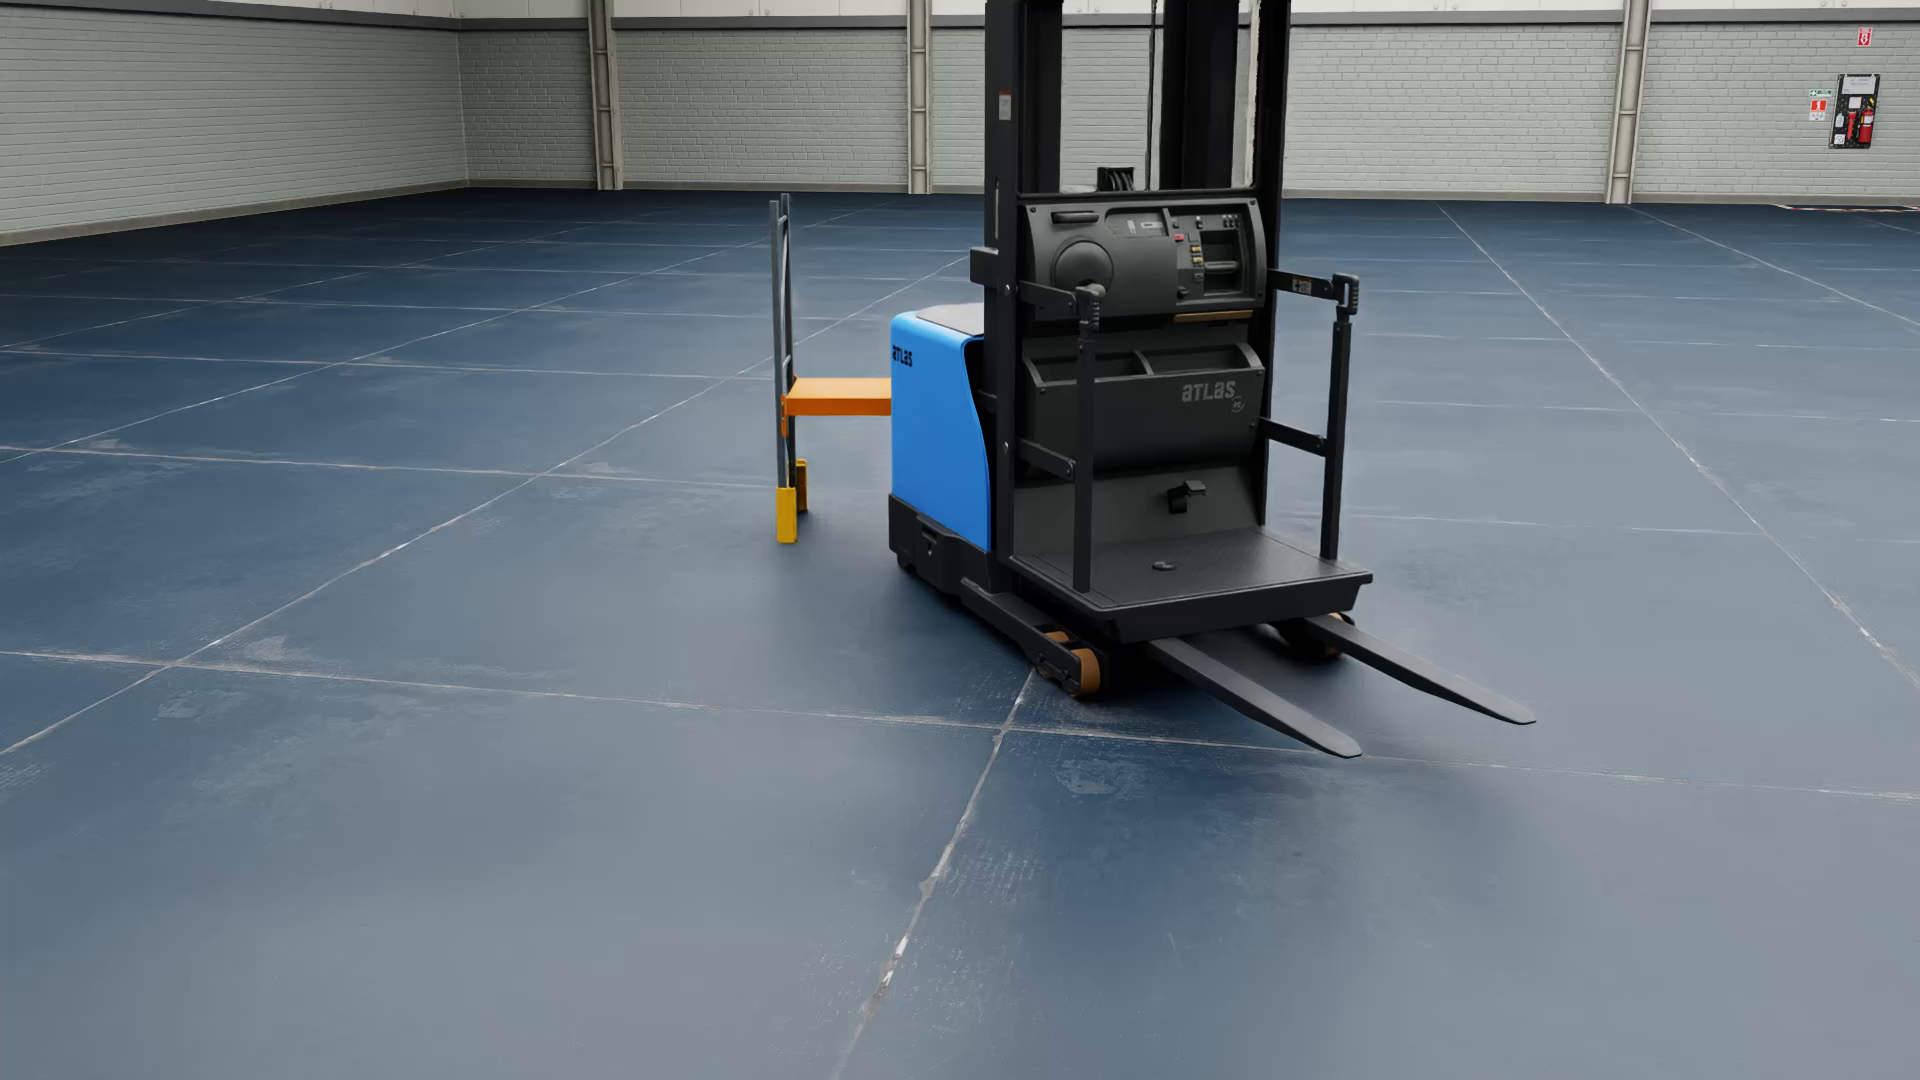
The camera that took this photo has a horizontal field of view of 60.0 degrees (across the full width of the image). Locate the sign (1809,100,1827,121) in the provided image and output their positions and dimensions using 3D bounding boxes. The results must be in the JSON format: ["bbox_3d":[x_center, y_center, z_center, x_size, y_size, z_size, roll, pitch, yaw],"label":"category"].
[{"bbox_3d":[13.987,-7.008,27.104,0.234,0.329,0.001,3,16,11],"label":"sign"}]

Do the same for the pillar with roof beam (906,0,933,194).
[{"bbox_3d":[-1.575,-9.515,24.985,0.400,9.000,9.100,3,16,11],"label":"pillar with roof beam"}]

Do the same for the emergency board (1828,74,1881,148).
[{"bbox_3d":[14.508,-6.934,26.905,0.643,1.169,0.194,3,16,11],"label":"emergency board"}]

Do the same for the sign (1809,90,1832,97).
[{"bbox_3d":[13.990,-7.260,27.024,0.331,0.109,0.001,3,16,11],"label":"sign"}]

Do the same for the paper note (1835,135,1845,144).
[{"bbox_3d":[14.349,-6.537,27.122,0.142,0.148,0.016,3,16,11],"label":"paper note"}]

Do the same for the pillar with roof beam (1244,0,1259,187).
[{"bbox_3d":[4.305,-9.196,23.832,0.400,9.000,9.100,3,16,11],"label":"pillar with roof beam"}]

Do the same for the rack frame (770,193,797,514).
[{"bbox_3d":[-0.796,-0.789,7.530,0.032,1.500,0.500,0,15,0],"label":"rack frame"}]

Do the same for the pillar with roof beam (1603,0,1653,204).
[{"bbox_3d":[10.185,-8.877,22.680,0.400,9.000,9.100,3,16,11],"label":"pillar with roof beam"}]

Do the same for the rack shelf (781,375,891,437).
[{"bbox_3d":[-0.287,-0.615,7.576,1.000,0.185,0.538,0,15,0],"label":"rack shelf"}]

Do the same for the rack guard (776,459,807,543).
[{"bbox_3d":[-0.776,-0.186,7.696,0.087,0.250,0.587,0,15,0],"label":"rack guard"}]

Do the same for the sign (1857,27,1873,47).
[{"bbox_3d":[14.520,-8.078,26.691,0.199,0.298,0.001,3,16,11],"label":"sign"}]

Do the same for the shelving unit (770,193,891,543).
[{"bbox_3d":[-0.278,-0.788,7.528,1.083,1.500,0.587,0,15,0],"label":"shelving unit"}]

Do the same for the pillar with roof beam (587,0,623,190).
[{"bbox_3d":[-7.454,-9.834,26.137,0.400,9.000,9.100,3,16,11],"label":"pillar with roof beam"}]

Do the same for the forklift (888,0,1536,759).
[{"bbox_3d":[0.749,-1.013,5.659,1.130,2.935,3.031,-7,17,-23],"label":"forklift"}]
